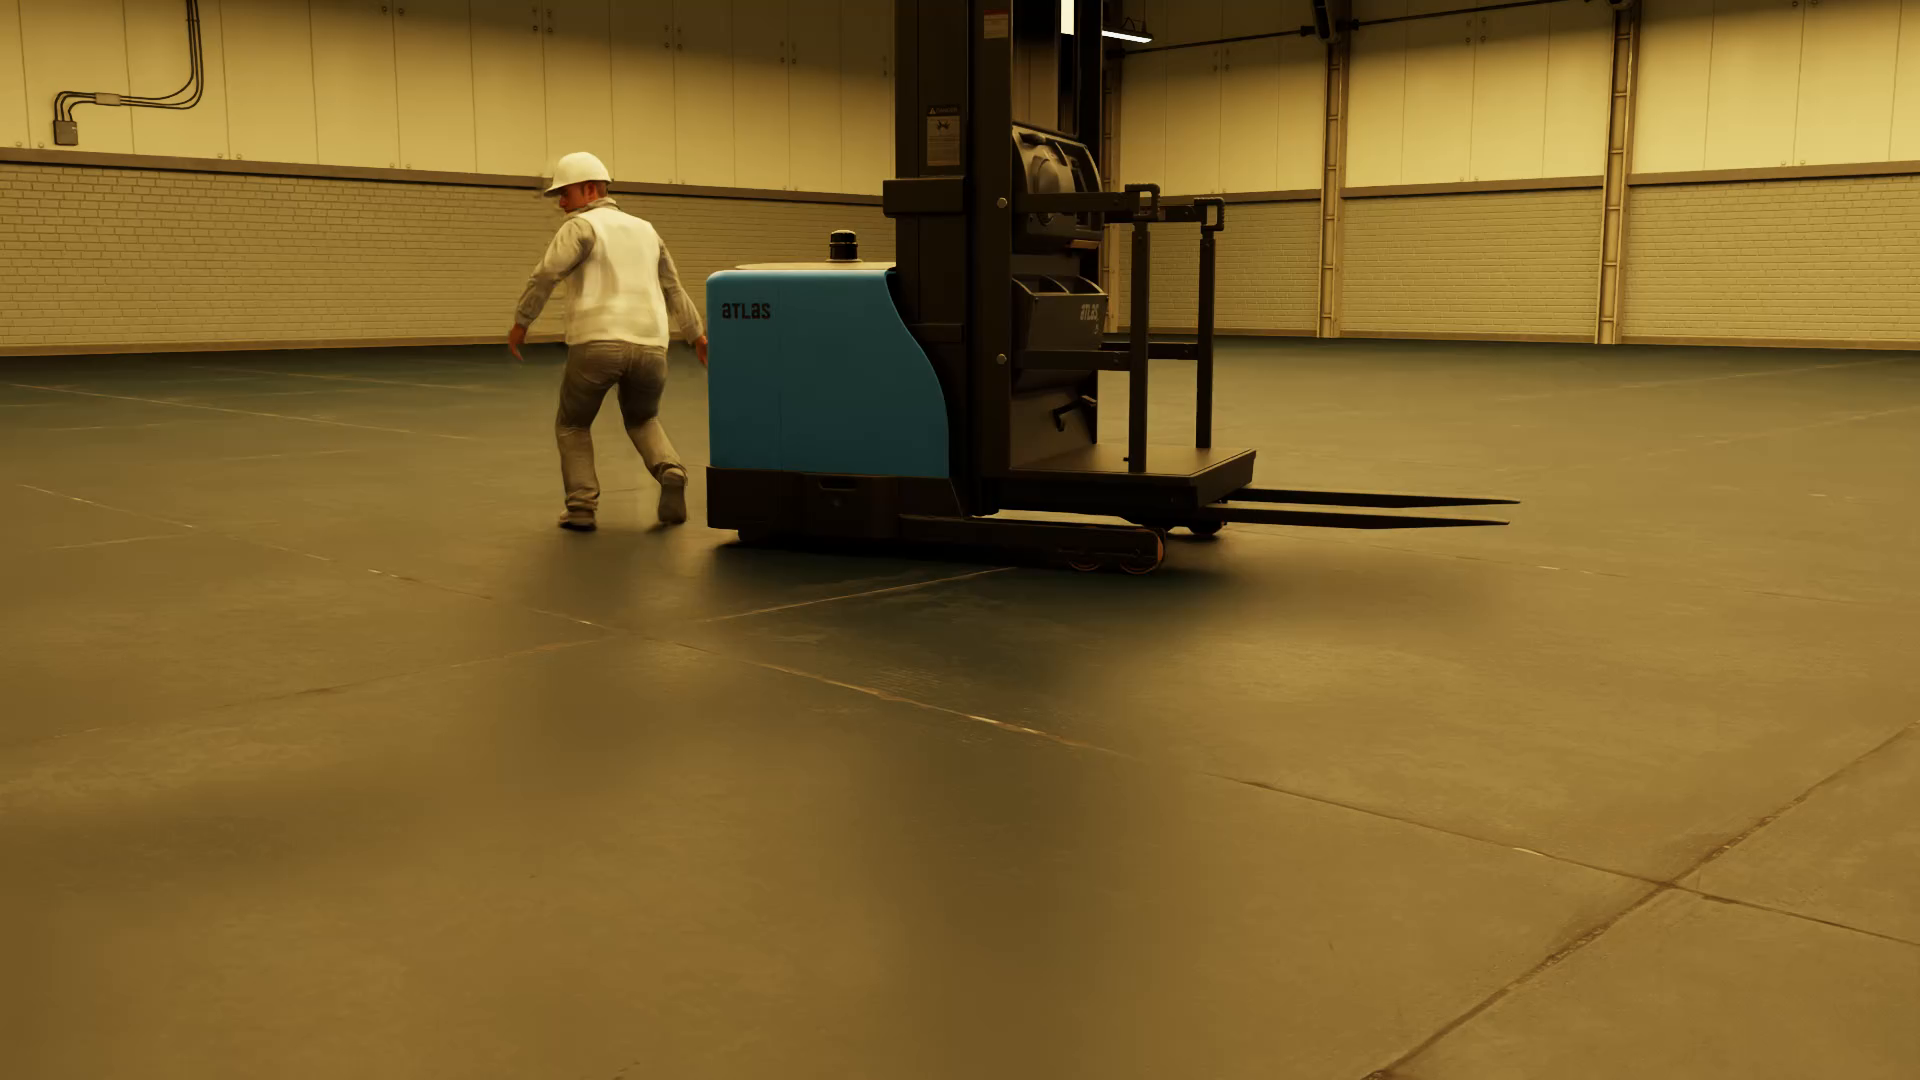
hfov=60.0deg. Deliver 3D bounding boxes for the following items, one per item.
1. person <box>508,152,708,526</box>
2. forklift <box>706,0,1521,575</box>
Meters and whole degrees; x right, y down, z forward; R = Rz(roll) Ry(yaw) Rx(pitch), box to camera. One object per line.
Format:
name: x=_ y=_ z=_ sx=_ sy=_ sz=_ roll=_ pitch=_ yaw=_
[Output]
person: x=-1.438 y=-0.841 z=7.133 sx=0.931 sy=1.619 sz=0.541 roll=-7 pitch=11 yaw=-37
forklift: x=0.565 y=-1.416 z=6.275 sx=3.031 sy=2.935 sz=1.130 roll=3 pitch=9 yaw=22
